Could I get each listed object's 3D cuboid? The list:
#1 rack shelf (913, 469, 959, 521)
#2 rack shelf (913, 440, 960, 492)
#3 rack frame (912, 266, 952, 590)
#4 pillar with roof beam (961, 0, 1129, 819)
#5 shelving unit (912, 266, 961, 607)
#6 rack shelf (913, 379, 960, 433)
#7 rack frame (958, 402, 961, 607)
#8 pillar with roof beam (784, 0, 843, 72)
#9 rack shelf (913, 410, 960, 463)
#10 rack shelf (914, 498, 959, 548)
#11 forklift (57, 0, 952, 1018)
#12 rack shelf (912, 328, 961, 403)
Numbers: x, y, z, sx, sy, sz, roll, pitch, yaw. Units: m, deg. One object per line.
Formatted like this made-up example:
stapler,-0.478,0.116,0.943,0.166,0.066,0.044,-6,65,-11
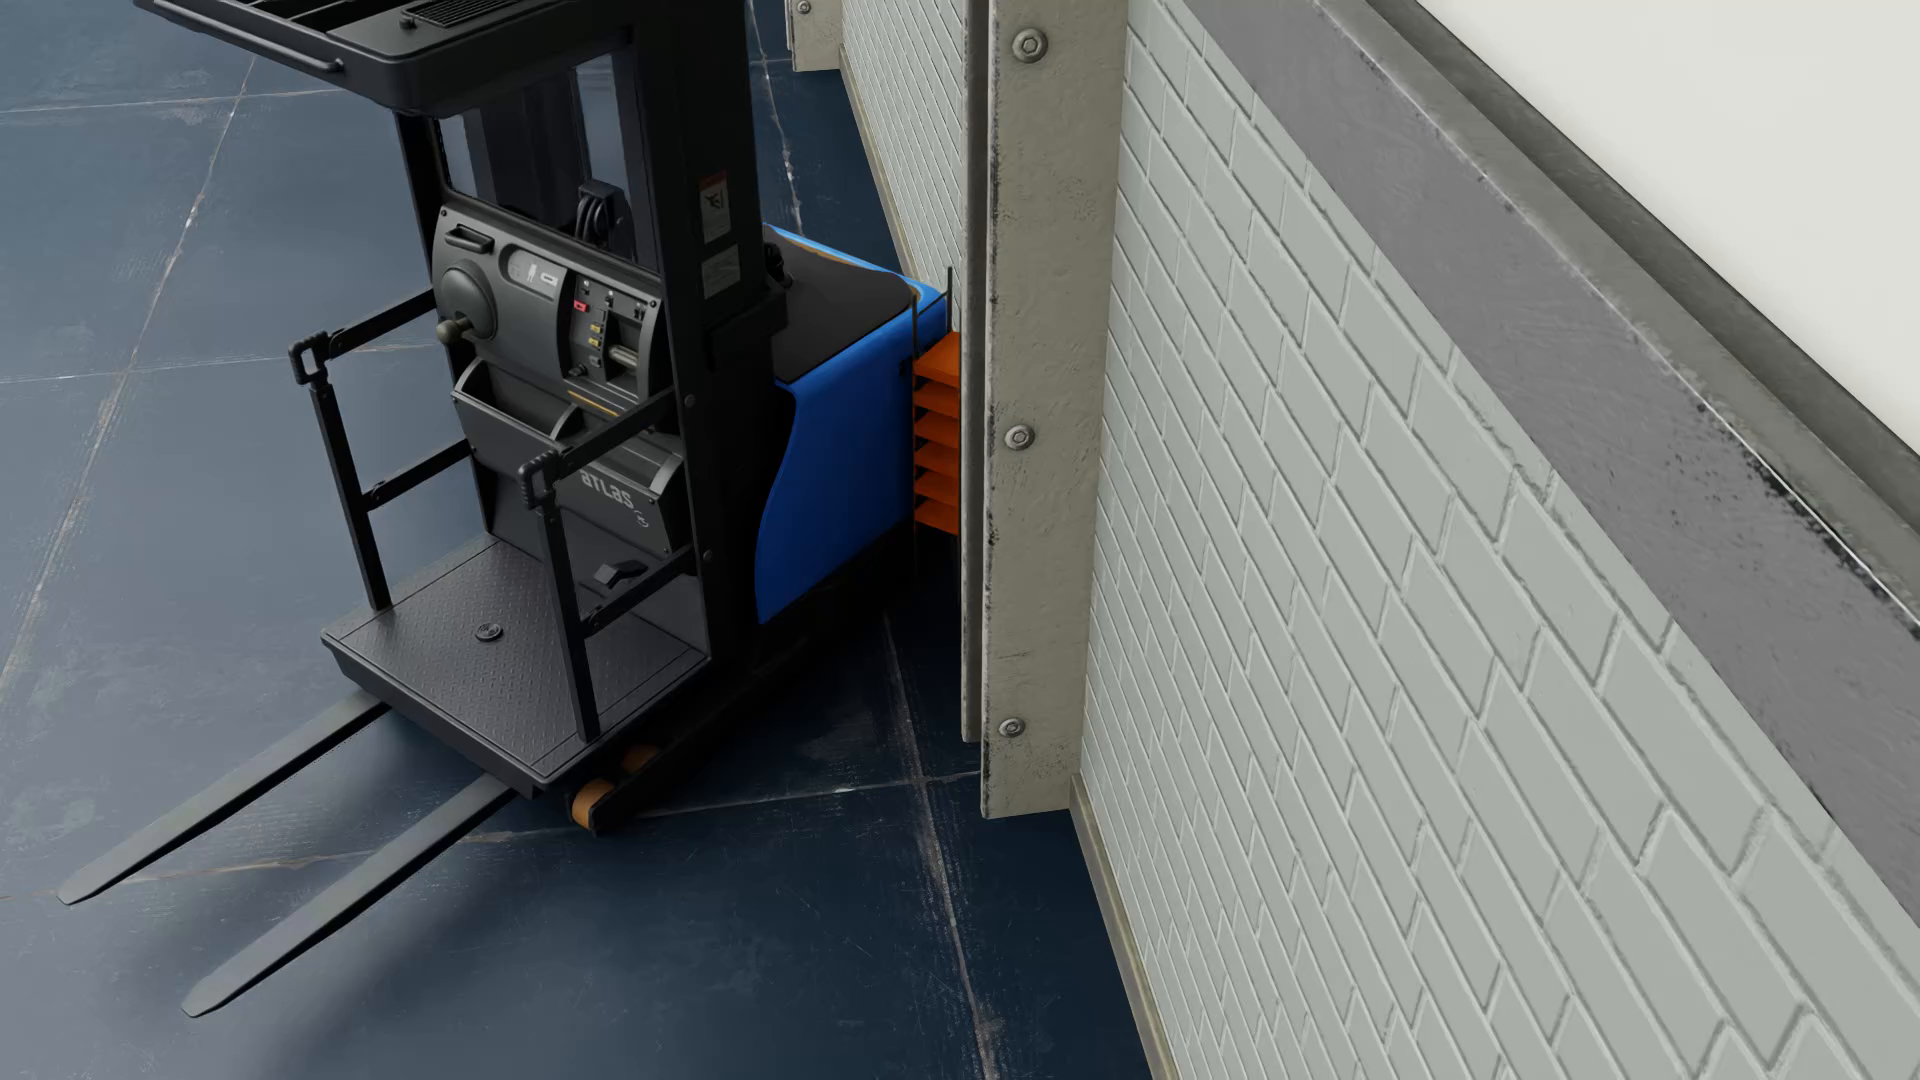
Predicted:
rack shelf,-0.019,-0.198,5.792,0.180,0.103,0.258,20,41,24
rack shelf,-0.017,-0.294,5.719,0.180,0.103,0.258,20,41,24
rack frame,-0.095,-0.358,5.729,0.006,1.200,0.240,20,41,24
pillar with roof beam,-4.049,-2.364,1.957,9.100,9.000,0.400,-6,38,-8
shelving unit,-0.017,-0.329,5.692,0.189,1.200,0.258,20,41,24
rack shelf,-0.015,-0.484,5.573,0.180,0.103,0.258,20,41,24
rack frame,0.062,-0.300,5.655,0.006,1.200,0.240,20,41,24
pillar with roof beam,-5.101,-5.988,6.622,9.100,9.000,0.400,-6,38,-8
rack shelf,-0.016,-0.389,5.646,0.180,0.103,0.258,20,41,24
rack shelf,-0.020,-0.103,5.864,0.180,0.103,0.258,20,41,24
forklift,-1.324,-0.606,4.641,1.130,2.935,3.031,25,44,29
rack shelf,-0.014,-0.580,5.500,0.180,0.103,0.258,20,41,24
